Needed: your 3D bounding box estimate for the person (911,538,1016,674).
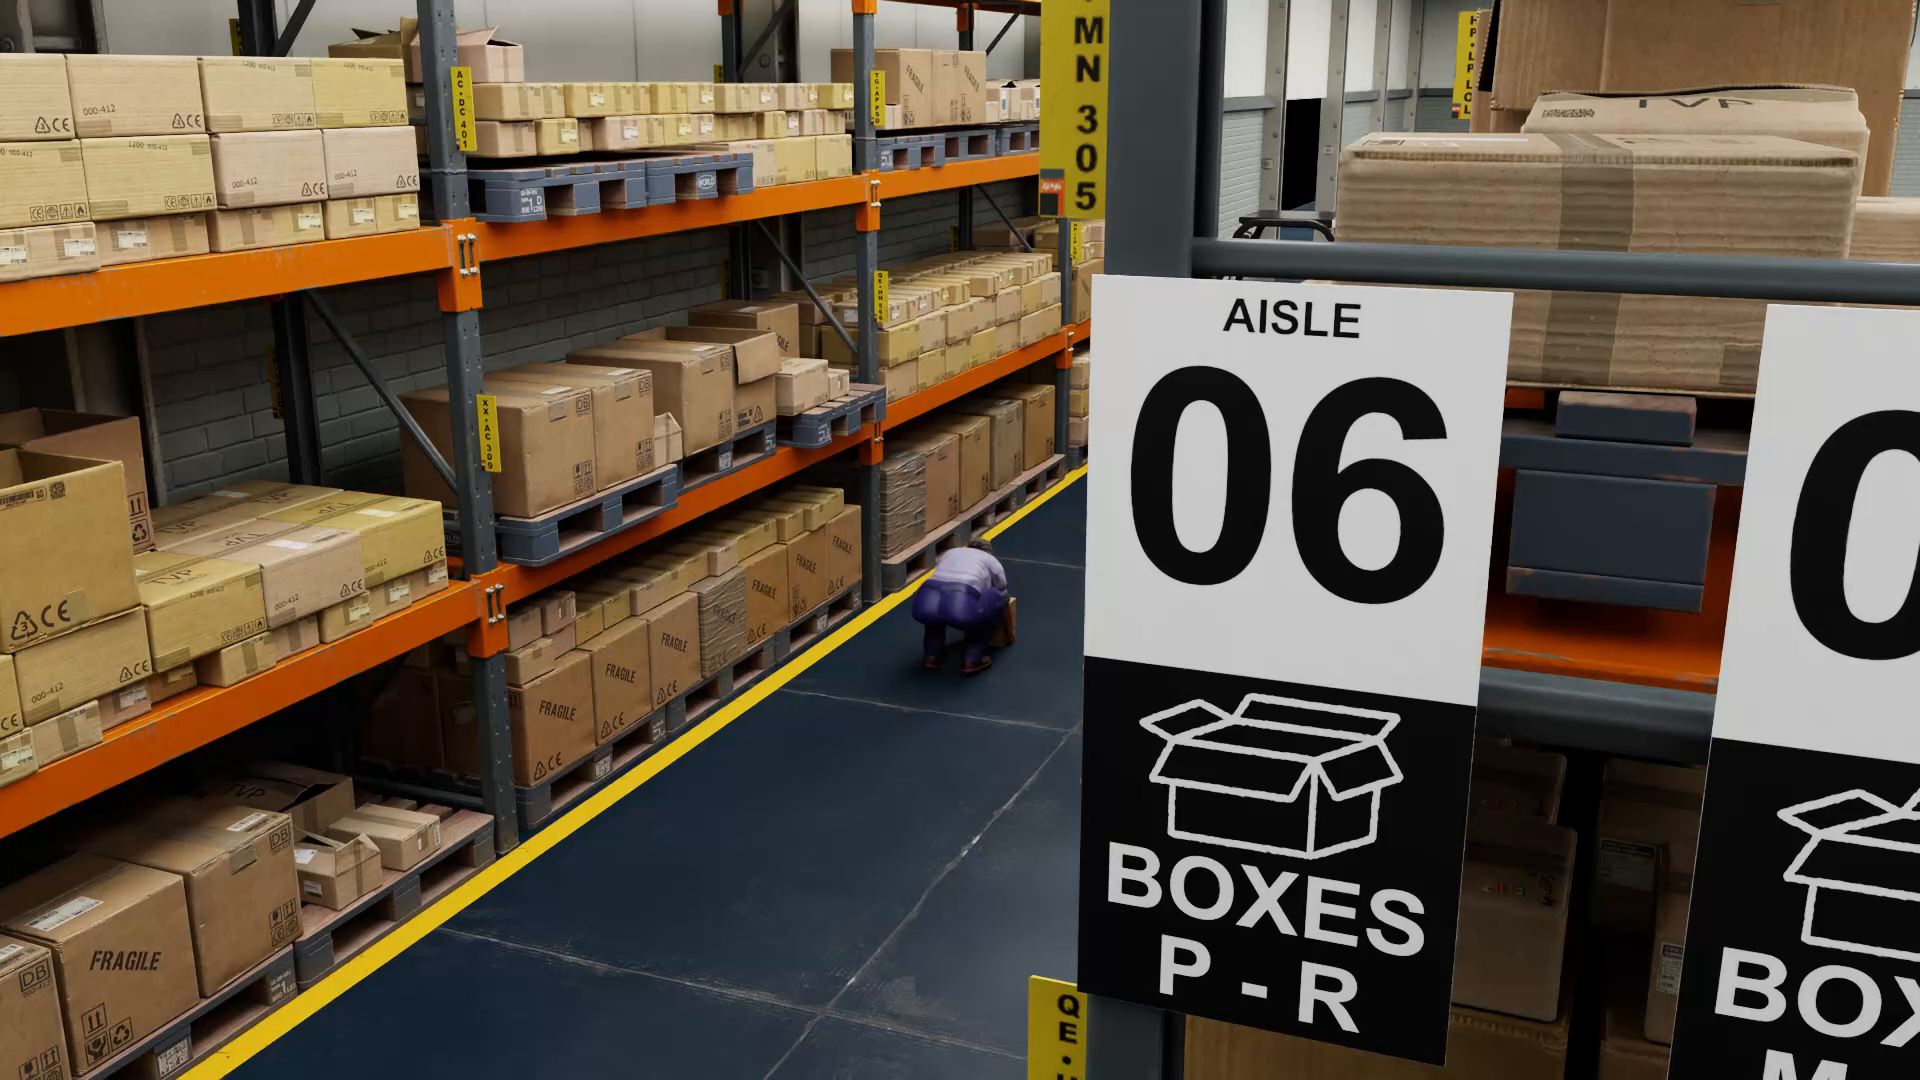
[{"bbox_3d":[0.024,0.395,9.959,0.491,0.720,0.962,6,17,20],"label":"person"}]
